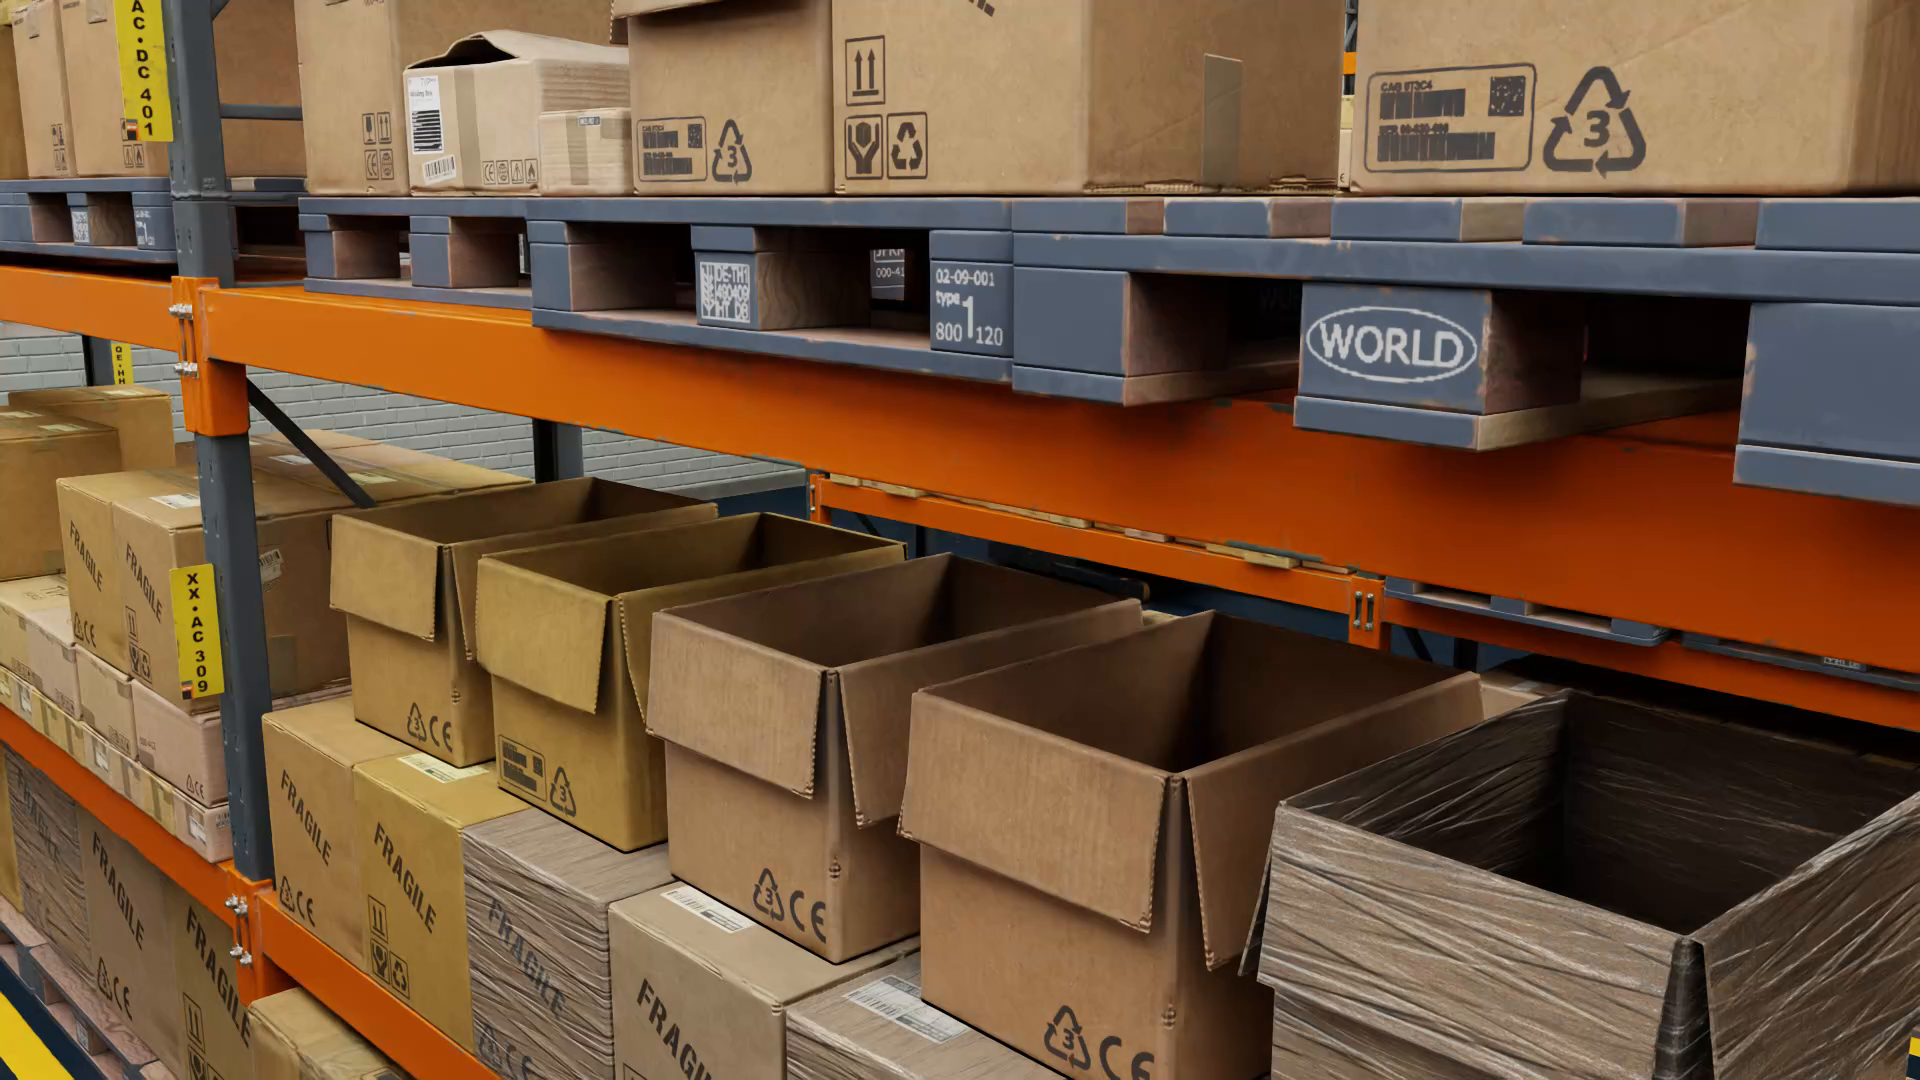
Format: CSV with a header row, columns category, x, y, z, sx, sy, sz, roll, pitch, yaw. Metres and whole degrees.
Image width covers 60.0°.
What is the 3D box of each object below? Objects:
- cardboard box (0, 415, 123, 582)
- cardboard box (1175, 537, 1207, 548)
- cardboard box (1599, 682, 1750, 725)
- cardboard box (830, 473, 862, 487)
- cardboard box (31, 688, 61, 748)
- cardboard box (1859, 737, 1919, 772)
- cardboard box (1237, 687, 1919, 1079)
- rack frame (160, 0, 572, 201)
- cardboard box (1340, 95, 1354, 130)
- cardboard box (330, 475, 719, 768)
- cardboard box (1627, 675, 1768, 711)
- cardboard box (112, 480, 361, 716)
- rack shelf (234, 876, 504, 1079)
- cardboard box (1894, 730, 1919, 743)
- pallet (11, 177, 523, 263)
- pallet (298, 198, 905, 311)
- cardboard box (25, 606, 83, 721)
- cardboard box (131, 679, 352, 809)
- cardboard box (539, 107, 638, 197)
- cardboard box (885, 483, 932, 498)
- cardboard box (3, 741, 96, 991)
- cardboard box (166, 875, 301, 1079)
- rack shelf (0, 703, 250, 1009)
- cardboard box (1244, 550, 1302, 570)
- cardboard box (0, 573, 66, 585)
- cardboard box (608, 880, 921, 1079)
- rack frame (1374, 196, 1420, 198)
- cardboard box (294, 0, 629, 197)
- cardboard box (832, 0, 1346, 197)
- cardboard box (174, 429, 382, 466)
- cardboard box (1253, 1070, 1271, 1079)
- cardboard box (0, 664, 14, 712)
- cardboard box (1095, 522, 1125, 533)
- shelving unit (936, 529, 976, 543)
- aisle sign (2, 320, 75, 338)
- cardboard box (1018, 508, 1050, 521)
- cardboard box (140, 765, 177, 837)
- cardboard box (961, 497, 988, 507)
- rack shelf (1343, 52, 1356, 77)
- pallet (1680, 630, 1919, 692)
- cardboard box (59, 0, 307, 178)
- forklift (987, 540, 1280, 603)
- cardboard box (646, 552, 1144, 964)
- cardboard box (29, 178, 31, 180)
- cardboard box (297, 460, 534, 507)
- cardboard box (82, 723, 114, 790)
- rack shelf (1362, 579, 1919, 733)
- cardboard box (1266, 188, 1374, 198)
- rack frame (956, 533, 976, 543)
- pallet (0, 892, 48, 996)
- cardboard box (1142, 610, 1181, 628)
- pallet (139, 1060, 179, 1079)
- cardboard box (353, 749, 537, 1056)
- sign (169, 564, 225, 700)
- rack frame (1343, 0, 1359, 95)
category,x,y,z,sx,sy,sz,roll,pitch,yaw
cardboard box,-3.376,-0.159,6.025,0.500,0.500,0.500,11,16,44
cardboard box,1.307,-0.070,8.442,0.250,0.149,0.380,11,16,44
cardboard box,2.889,0.806,6.862,0.500,0.250,0.500,-10,16,-41
cardboard box,-0.576,-0.435,10.213,0.380,0.149,0.250,-11,16,-43
cardboard box,-2.792,0.546,5.452,0.380,0.149,0.250,-11,16,-43
cardboard box,3.604,0.956,6.134,0.500,0.250,0.500,-10,16,-41
cardboard box,0.812,0.543,2.106,0.797,0.503,0.637,-10,15,-41
rack frame,-1.457,-2.329,3.917,1.000,3.000,0.127,-11,16,-43
cardboard box,1.786,-1.911,7.463,0.250,0.149,0.380,11,16,43
cardboard box,-1.010,0.161,3.964,0.637,0.503,0.797,11,16,44
cardboard box,3.242,0.734,7.210,0.500,0.250,0.500,-10,15,-40
cardboard box,-1.968,0.140,4.576,0.500,0.500,0.500,-10,15,-41
rack shelf,-0.076,1.253,3.178,1.077,0.370,4.000,-11,16,-43
cardboard box,3.978,0.885,6.477,0.500,0.250,0.500,-11,16,-42
pallet,-2.015,-0.938,4.815,1.003,0.211,1.213,-11,16,-43
pallet,-0.788,-0.640,3.623,1.217,0.209,0.805,11,16,43
cardboard box,-2.664,0.359,5.369,0.500,0.250,0.500,-10,16,-41
cardboard box,-1.952,0.509,4.642,0.500,0.250,0.500,-11,16,-44
cardboard box,-0.537,-0.705,3.046,0.250,0.149,0.380,11,16,43
cardboard box,-0.223,-0.357,9.834,0.250,0.149,0.380,11,16,44
cardboard box,-3.091,1.075,6.484,0.875,0.875,0.875,-11,16,-43
cardboard box,-1.855,1.336,5.216,0.875,0.875,0.875,-11,16,-43
rack shelf,-2.838,0.669,6.011,1.077,0.370,4.000,-11,16,-43
cardboard box,1.577,0.024,7.983,0.250,0.149,0.380,11,16,44
cardboard box,-3.375,0.209,6.096,0.500,0.250,0.500,11,16,43
cardboard box,-0.267,0.883,2.944,0.500,0.500,0.500,-10,16,-41
rack frame,2.200,-3.006,7.200,1.000,3.000,0.127,-11,16,-43
cardboard box,-1.049,-1.032,3.763,0.700,0.500,0.500,-10,16,-41
cardboard box,0.172,-0.724,2.269,0.500,0.500,0.500,-10,15,-40
cardboard box,-2.300,-0.084,5.663,0.500,0.500,0.500,11,16,43
cardboard box,0.445,1.033,2.218,0.500,0.500,0.500,-11,16,-43
cardboard box,-3.150,0.470,5.817,0.250,0.149,0.380,11,16,44
cardboard box,0.929,-0.144,8.801,0.380,0.149,0.250,-11,16,-43
shelving unit,-0.114,-0.612,14.908,0.258,1.200,0.503,-11,16,-43
aisle sign,-4.052,-1.300,7.347,0.394,0.787,0.004,-11,16,-43
cardboard box,0.538,-0.215,9.142,0.380,0.149,0.250,-10,15,-41
cardboard box,-2.083,0.696,4.724,0.380,0.149,0.250,-10,16,-41
cardboard box,0.225,-0.295,9.534,0.380,0.149,0.250,-11,16,-43
rack shelf,4.329,-3.454,12.149,1.077,0.370,4.000,-11,16,-43
pallet,3.566,0.327,6.366,1.003,0.211,1.213,-11,16,-43
cardboard box,-2.041,-1.270,4.670,0.500,0.500,0.700,11,16,42
forklift,1.563,-1.069,12.835,1.130,2.935,3.031,-10,15,-39
cardboard box,-0.104,0.351,3.040,0.797,0.503,0.637,-10,15,-41
cardboard box,-2.668,-1.445,5.521,0.700,0.500,0.500,-10,15,-40
cardboard box,-1.603,0.064,4.944,0.500,0.500,0.500,-11,16,-43
cardboard box,-2.437,0.621,5.088,0.380,0.149,0.250,-11,16,-42
rack shelf,3.581,0.577,6.461,1.077,0.370,4.000,-11,16,-43
cardboard box,1.666,-1.497,7.683,0.500,0.250,0.500,-10,16,-41
rack frame,0.054,-0.576,14.735,0.240,1.200,0.015,-11,16,-43
pallet,-3.611,1.497,7.123,1.003,0.211,1.213,-11,16,-43
cardboard box,1.051,0.521,9.499,0.380,0.149,0.250,-11,16,-42
pallet,-1.926,1.853,5.395,1.003,0.211,1.213,-11,16,-43
cardboard box,-0.973,0.735,3.661,0.500,0.500,0.500,-11,16,-42
sign,-1.858,0.224,4.050,0.100,0.325,0.005,-11,16,-43
rack frame,2.948,-4.294,13.453,1.000,3.000,0.127,-11,16,-43
